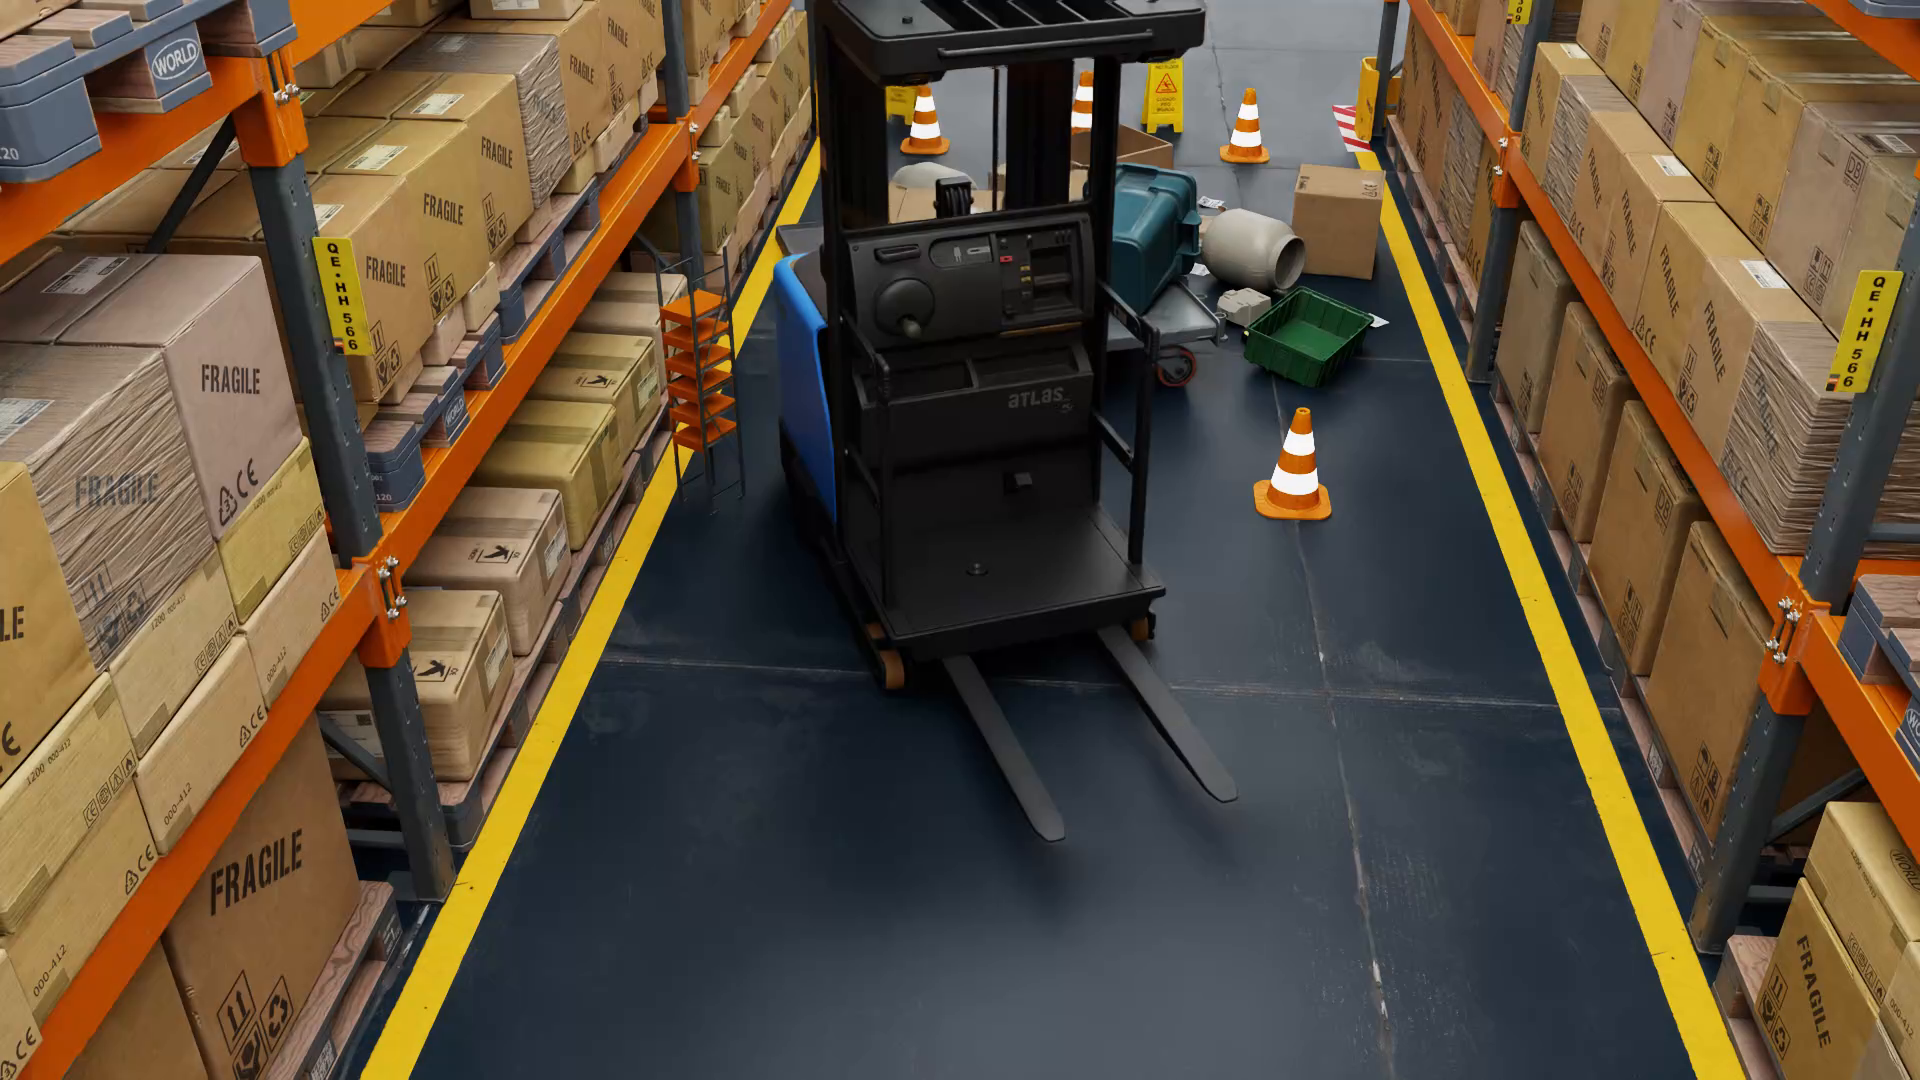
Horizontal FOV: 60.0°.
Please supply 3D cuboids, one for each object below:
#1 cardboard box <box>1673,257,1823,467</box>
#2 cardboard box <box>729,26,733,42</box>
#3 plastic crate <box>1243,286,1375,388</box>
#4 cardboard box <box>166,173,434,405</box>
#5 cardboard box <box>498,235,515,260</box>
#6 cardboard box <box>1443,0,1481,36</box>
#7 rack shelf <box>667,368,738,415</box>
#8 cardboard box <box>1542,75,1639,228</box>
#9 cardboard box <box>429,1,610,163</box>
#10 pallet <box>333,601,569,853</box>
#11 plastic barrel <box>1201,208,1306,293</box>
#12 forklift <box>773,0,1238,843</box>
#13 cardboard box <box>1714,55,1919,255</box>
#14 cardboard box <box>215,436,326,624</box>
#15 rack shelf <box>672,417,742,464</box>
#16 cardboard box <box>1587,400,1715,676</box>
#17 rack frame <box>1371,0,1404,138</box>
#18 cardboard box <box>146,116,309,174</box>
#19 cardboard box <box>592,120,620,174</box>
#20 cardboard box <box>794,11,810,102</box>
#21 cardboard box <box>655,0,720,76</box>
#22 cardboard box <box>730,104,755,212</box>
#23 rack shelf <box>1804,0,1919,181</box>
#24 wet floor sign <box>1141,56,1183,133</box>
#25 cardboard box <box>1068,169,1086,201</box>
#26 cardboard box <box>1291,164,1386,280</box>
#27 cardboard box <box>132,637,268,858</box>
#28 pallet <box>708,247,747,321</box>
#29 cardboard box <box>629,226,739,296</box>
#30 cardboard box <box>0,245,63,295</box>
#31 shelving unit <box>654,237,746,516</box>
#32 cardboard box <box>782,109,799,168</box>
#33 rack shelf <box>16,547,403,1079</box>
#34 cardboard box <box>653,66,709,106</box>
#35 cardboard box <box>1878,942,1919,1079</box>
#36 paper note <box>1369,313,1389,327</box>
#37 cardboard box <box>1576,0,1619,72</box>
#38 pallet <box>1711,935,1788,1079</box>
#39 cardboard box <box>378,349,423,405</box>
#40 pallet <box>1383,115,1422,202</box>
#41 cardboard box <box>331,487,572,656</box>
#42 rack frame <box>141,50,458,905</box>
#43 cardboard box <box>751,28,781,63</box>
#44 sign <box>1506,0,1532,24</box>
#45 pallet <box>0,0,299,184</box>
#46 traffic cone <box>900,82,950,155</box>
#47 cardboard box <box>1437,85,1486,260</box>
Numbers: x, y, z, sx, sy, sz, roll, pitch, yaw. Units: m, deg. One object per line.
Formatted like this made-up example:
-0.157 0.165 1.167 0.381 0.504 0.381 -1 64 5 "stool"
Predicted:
2.603 -0.549 5.186 0.500 0.500 0.500 2 32 4 "cardboard box"
-1.473 -2.836 9.232 0.380 0.149 0.250 2 32 4 "cardboard box"
1.826 -1.064 8.744 0.450 0.188 0.662 29 41 23 "plastic crate"
-1.883 -0.731 4.797 0.500 0.500 0.500 2 32 3 "cardboard box"
-1.844 -1.100 6.015 0.380 0.149 0.250 4 32 6 "cardboard box"
3.263 -3.195 9.432 0.875 0.550 0.500 2 32 4 "cardboard box"
-1.123 -0.659 7.260 0.180 0.103 0.258 20 37 29 "rack shelf"
2.766 -1.605 6.900 0.500 0.500 0.500 3 32 4 "cardboard box"
-1.720 -1.816 6.559 0.500 0.500 0.500 4 32 6 "cardboard box"
-2.085 0.621 6.041 1.003 0.211 1.213 2 32 4 "pallet"
1.681 -1.652 9.527 0.512 0.421 0.421 27 41 37 "plastic barrel"
0.122 -0.910 5.933 1.130 2.935 3.031 -10 33 -15 "forklift"
2.918 -1.234 5.345 0.700 0.500 0.500 2 32 3 "cardboard box"
-1.936 -0.042 4.126 0.500 0.250 0.500 2 32 4 "cardboard box"
-1.123 -0.454 7.386 0.180 0.103 0.258 20 37 29 "rack shelf"
2.999 0.008 6.121 1.050 0.750 0.750 3 32 5 "cardboard box"
3.443 -4.182 11.177 1.000 3.000 0.127 2 32 4 "rack frame"
-2.359 -1.026 5.276 0.500 0.500 0.500 2 32 3 "cardboard box"
-1.632 -1.633 6.880 0.380 0.149 0.250 3 32 4 "cardboard box"
-1.304 -3.238 11.151 0.500 0.500 0.500 3 32 4 "cardboard box"
-1.511 -2.636 8.290 0.500 0.500 0.500 2 32 4 "cardboard box"
-1.475 -2.154 9.391 0.500 0.500 0.500 4 32 6 "cardboard box"
2.955 -2.015 5.487 1.077 0.370 4.000 2 32 4 "rack shelf"
1.472 -3.279 11.956 0.267 0.644 0.232 -3 32 -5 "wet floor sign"
0.814 -1.819 9.593 0.797 0.637 0.503 2 32 4 "cardboard box"
2.221 -1.883 9.826 0.500 0.500 0.500 8 32 12 "cardboard box"
-1.958 0.450 3.804 0.500 0.250 0.500 3 32 5 "cardboard box"
-1.805 -1.414 9.344 1.003 0.211 1.213 2 32 4 "pallet"
-1.507 -1.554 9.133 0.500 0.250 0.500 1 32 2 "cardboard box"
-2.434 -0.378 3.956 0.500 0.500 0.500 1 32 2 "cardboard box"
-1.123 -0.697 7.237 0.189 1.200 0.258 20 37 29 "shelving unit"
-1.346 -2.644 10.902 0.500 0.250 0.500 3 32 4 "cardboard box"
-2.313 1.195 3.138 1.077 0.370 4.000 2 32 4 "rack shelf"
-1.479 -2.293 8.351 0.380 0.149 0.250 2 32 4 "cardboard box"
2.453 1.183 3.739 0.500 0.250 0.500 2 32 3 "cardboard box"
2.270 -1.217 9.195 0.147 0.020 0.142 -20 37 -29 "paper note"
3.083 -2.299 7.072 0.700 0.500 0.500 2 32 3 "cardboard box"
2.727 1.597 4.457 1.003 0.211 1.213 2 32 4 "pallet"
-1.882 -0.537 5.102 0.380 0.149 0.250 1 32 1 "cardboard box"
3.456 -2.573 11.224 1.003 0.211 1.213 2 32 4 "pallet"
-2.042 0.102 6.331 0.950 0.372 0.625 2 32 3 "cardboard box"
-2.150 -0.157 4.646 1.000 3.000 0.127 2 32 4 "rack frame"
-1.314 -3.050 10.228 0.380 0.149 0.250 4 32 6 "cardboard box"
2.564 -2.515 7.572 0.100 0.325 0.005 2 32 4 "sign"
-2.149 -1.015 3.359 1.213 0.211 1.003 4 32 6 "pallet"
-0.248 -2.980 11.645 0.336 0.463 0.334 2 32 4 "traffic cone"
3.308 -2.162 9.524 0.875 0.875 0.875 3 32 4 "cardboard box"
